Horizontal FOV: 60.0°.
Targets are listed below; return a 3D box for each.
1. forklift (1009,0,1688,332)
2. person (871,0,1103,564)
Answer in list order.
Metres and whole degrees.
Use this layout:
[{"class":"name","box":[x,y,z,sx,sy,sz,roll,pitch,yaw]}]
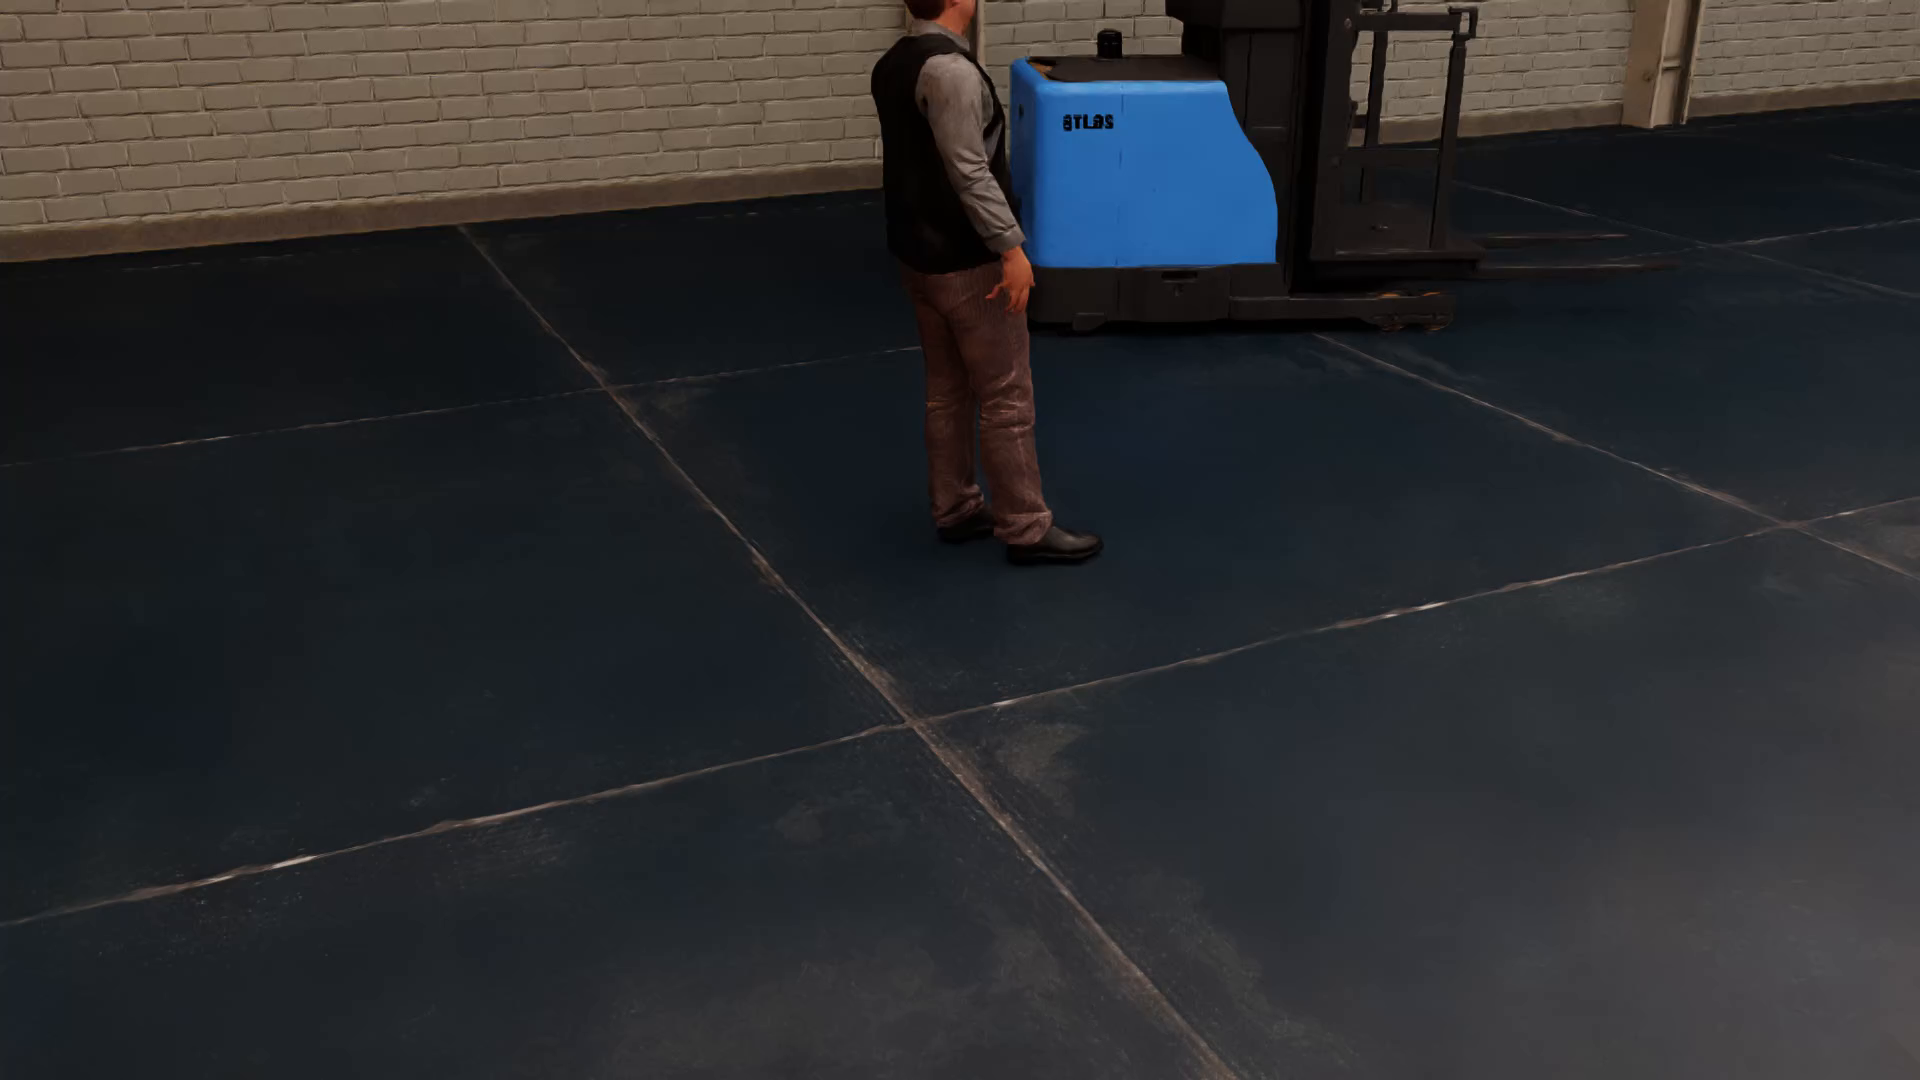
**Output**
[{"class":"forklift","box":[1.764,-2.472,7.238,3.031,2.935,1.130,-2,23,-5]},{"class":"person","box":[0.060,-0.809,4.791,0.567,1.720,0.632,-10,25,-23]}]
